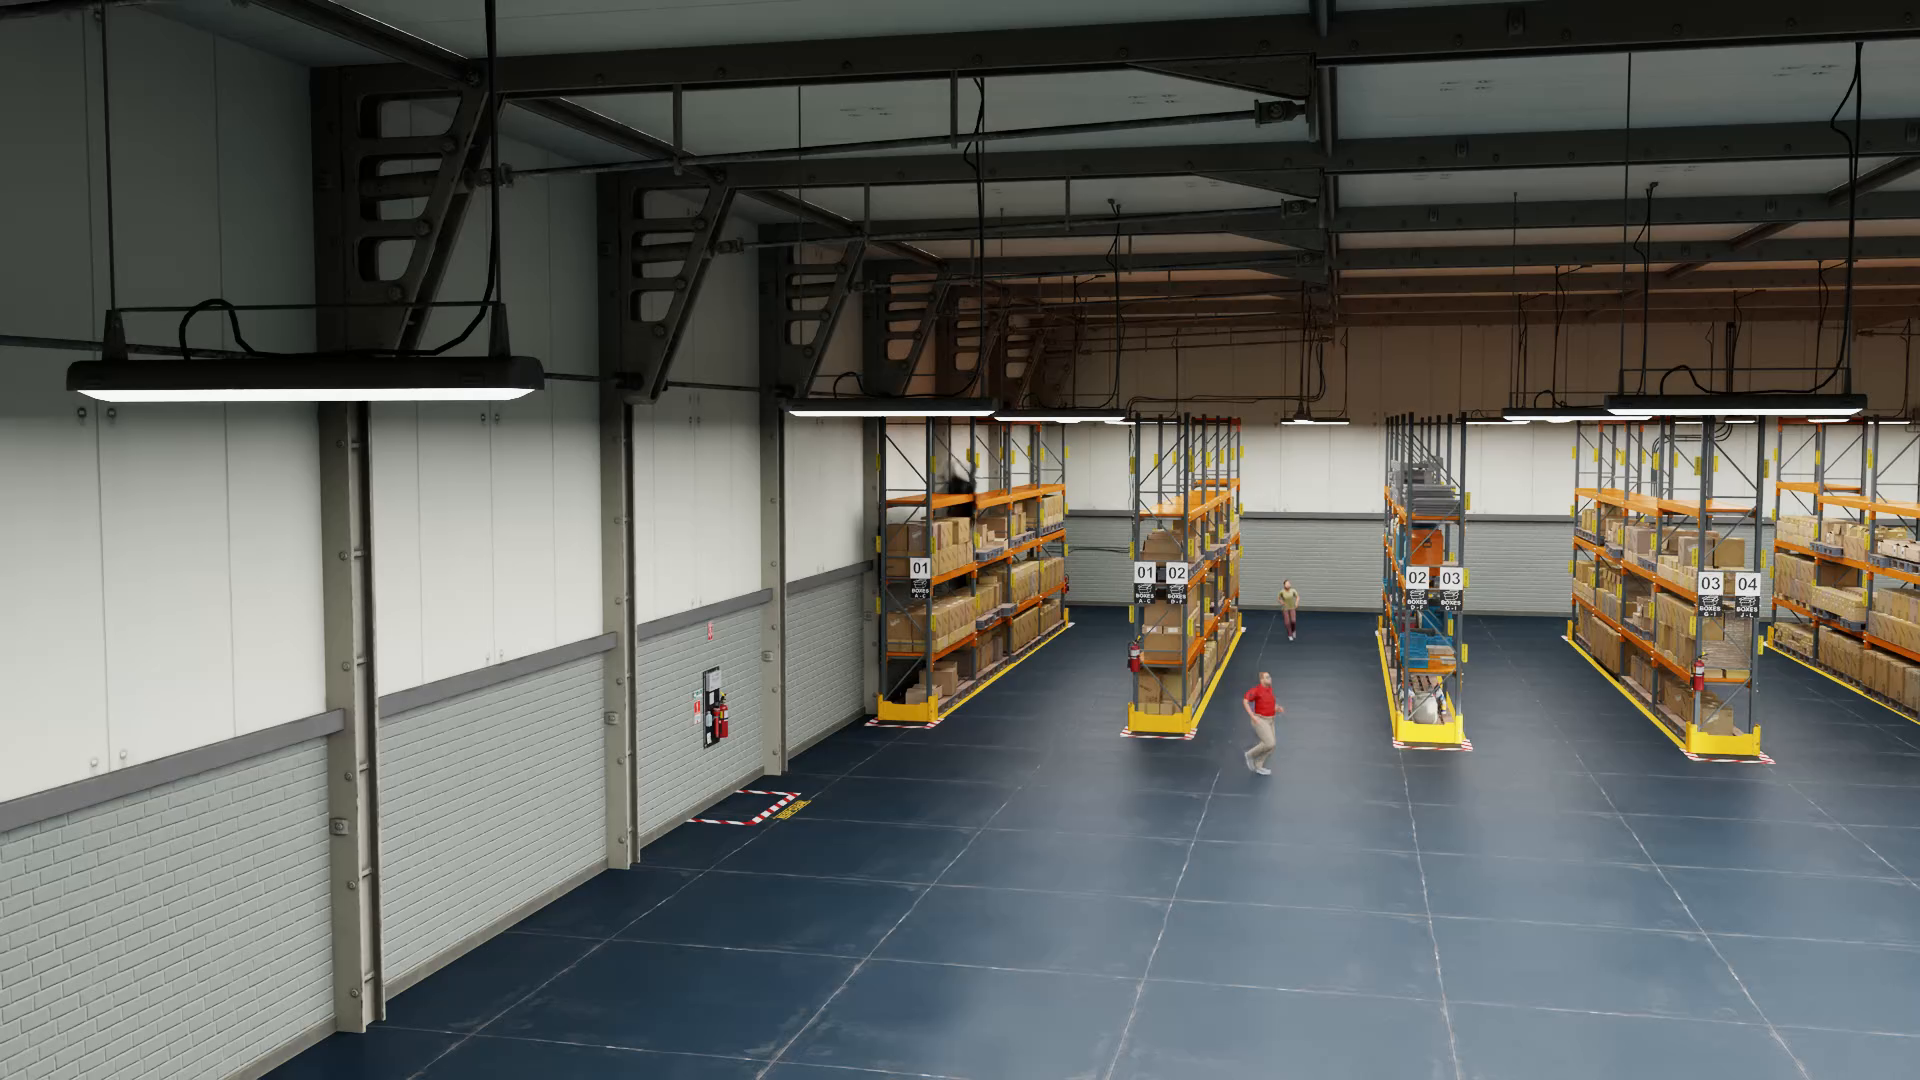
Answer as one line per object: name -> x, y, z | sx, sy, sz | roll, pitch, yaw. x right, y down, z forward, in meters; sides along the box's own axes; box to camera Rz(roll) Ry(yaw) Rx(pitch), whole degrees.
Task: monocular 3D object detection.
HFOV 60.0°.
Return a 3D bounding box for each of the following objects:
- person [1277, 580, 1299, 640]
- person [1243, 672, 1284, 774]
person -> 8.819, 1.881, 44.684 | 0.572, 1.626, 0.546 | 1, 4, 9
person -> 5.036, 3.018, 27.423 | 0.563, 1.697, 0.710 | 3, 5, 41
